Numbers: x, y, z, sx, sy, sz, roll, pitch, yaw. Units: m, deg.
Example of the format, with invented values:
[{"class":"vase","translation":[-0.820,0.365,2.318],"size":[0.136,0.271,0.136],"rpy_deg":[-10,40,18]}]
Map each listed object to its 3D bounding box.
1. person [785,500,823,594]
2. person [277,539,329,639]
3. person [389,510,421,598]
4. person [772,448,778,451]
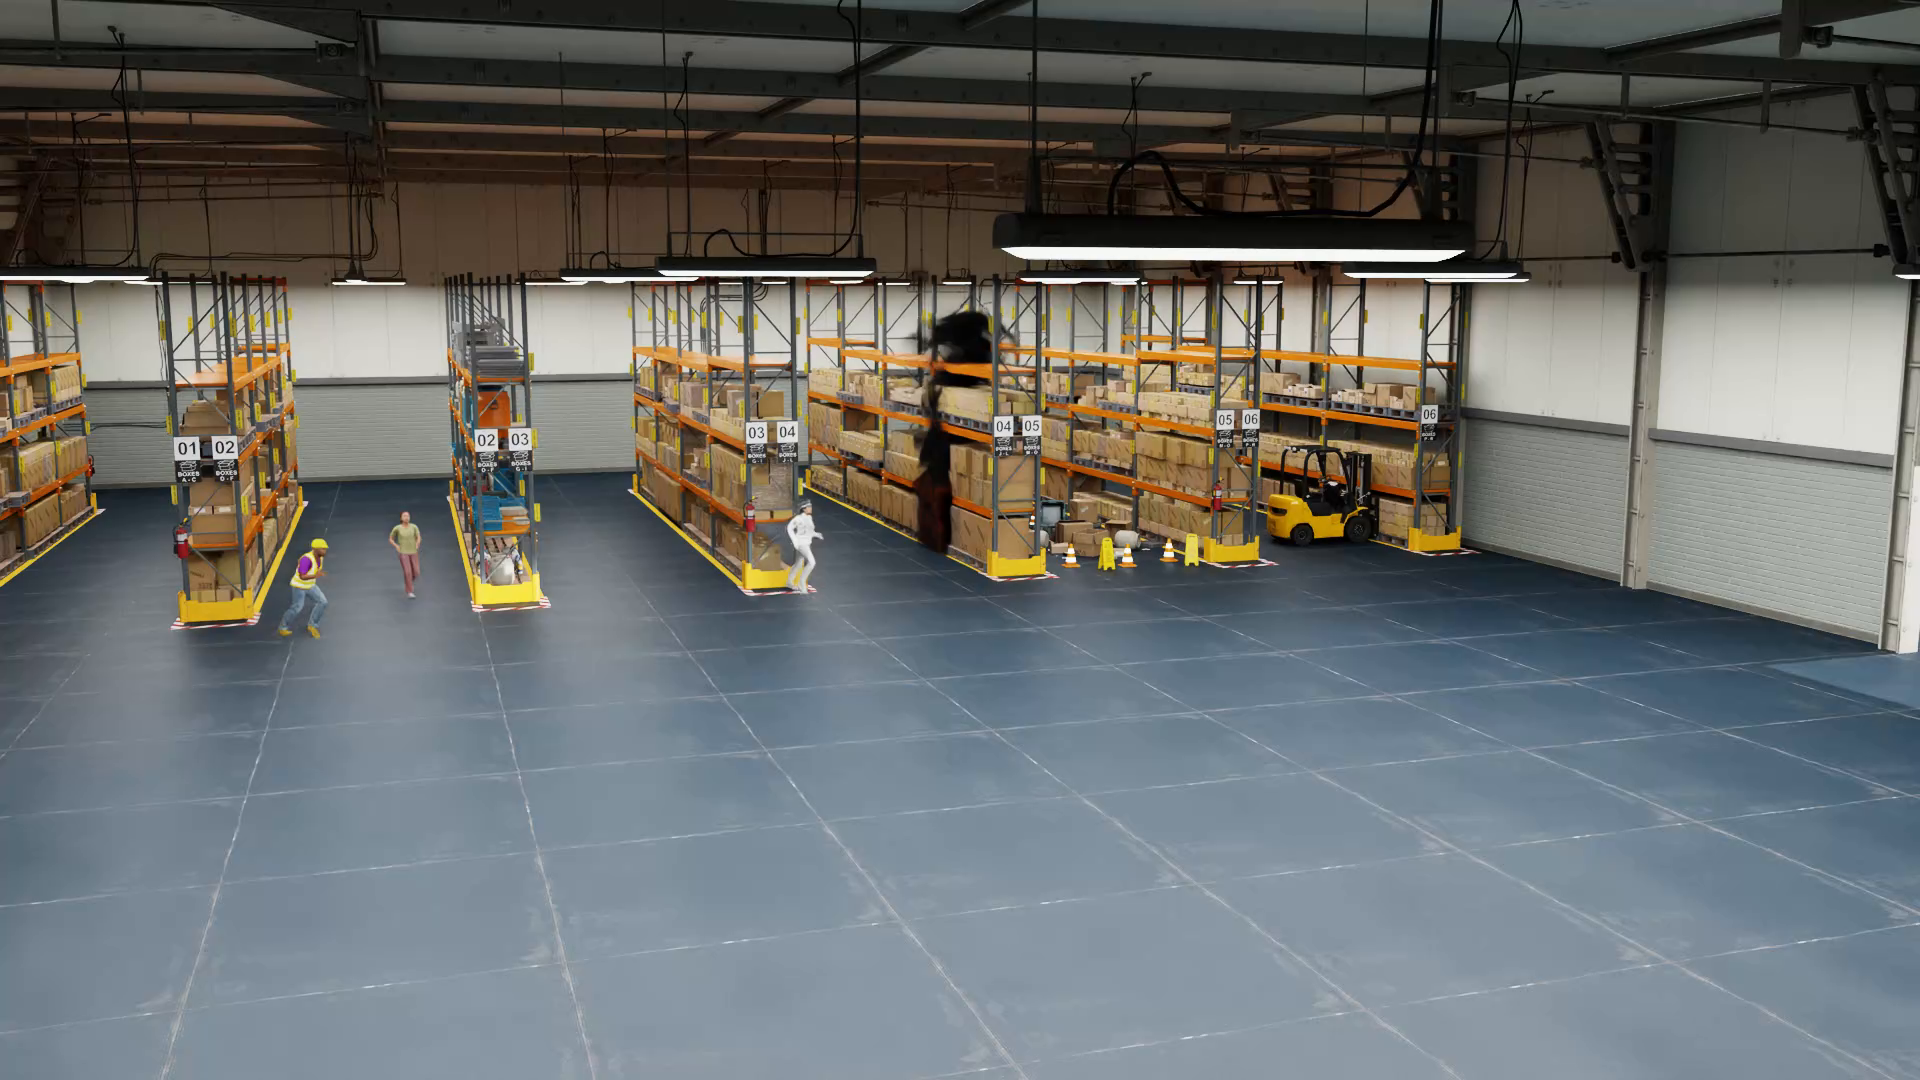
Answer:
[{"class":"person","translation":[-2.848,0.116,30.266],"size":[0.740,1.725,0.538],"rpy_deg":[3,9,17]},{"class":"person","translation":[-10.773,0.814,27.336],"size":[0.974,1.696,0.734],"rpy_deg":[1,9,8]},{"class":"person","translation":[-10.343,0.247,31.062],"size":[0.581,1.621,0.646],"rpy_deg":[-6,10,-33]},{"class":"person","translation":[-5.428,-2.261,47.424],"size":[0.722,1.686,0.855],"rpy_deg":[1,9,4]}]
